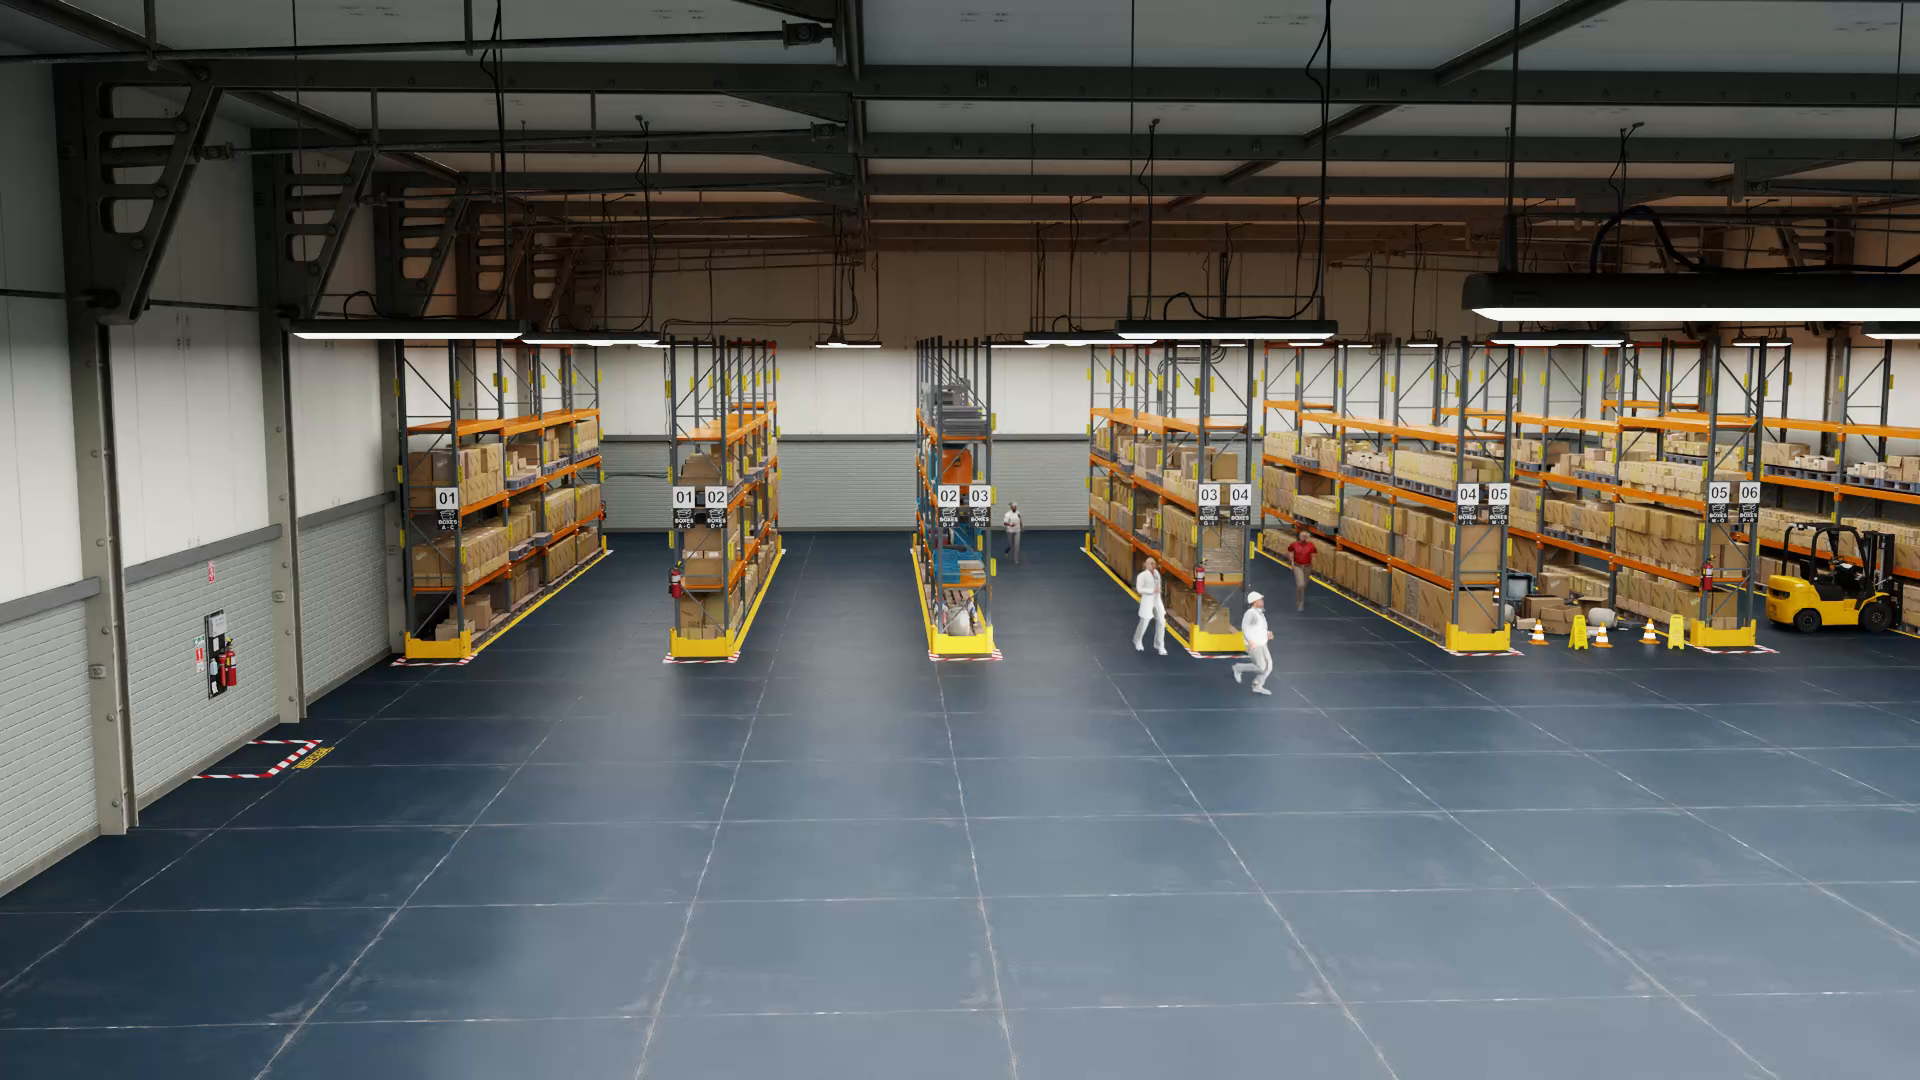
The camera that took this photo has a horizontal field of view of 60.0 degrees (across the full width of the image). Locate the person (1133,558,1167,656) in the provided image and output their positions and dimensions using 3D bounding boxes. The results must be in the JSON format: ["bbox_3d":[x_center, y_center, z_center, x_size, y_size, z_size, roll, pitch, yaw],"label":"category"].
[{"bbox_3d":[3.589,1.256,31.569,0.700,1.854,0.897,-4,8,-30],"label":"person"}]

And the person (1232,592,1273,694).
[{"bbox_3d":[4.924,1.715,27.876,0.627,1.708,0.662,4,8,31],"label":"person"}]

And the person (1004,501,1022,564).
[{"bbox_3d":[1.432,-0.218,44.956,0.578,1.666,0.806,-2,7,-18],"label":"person"}]

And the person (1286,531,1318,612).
[{"bbox_3d":[7.614,0.692,36.938,0.629,1.803,0.811,-1,7,-7],"label":"person"}]
